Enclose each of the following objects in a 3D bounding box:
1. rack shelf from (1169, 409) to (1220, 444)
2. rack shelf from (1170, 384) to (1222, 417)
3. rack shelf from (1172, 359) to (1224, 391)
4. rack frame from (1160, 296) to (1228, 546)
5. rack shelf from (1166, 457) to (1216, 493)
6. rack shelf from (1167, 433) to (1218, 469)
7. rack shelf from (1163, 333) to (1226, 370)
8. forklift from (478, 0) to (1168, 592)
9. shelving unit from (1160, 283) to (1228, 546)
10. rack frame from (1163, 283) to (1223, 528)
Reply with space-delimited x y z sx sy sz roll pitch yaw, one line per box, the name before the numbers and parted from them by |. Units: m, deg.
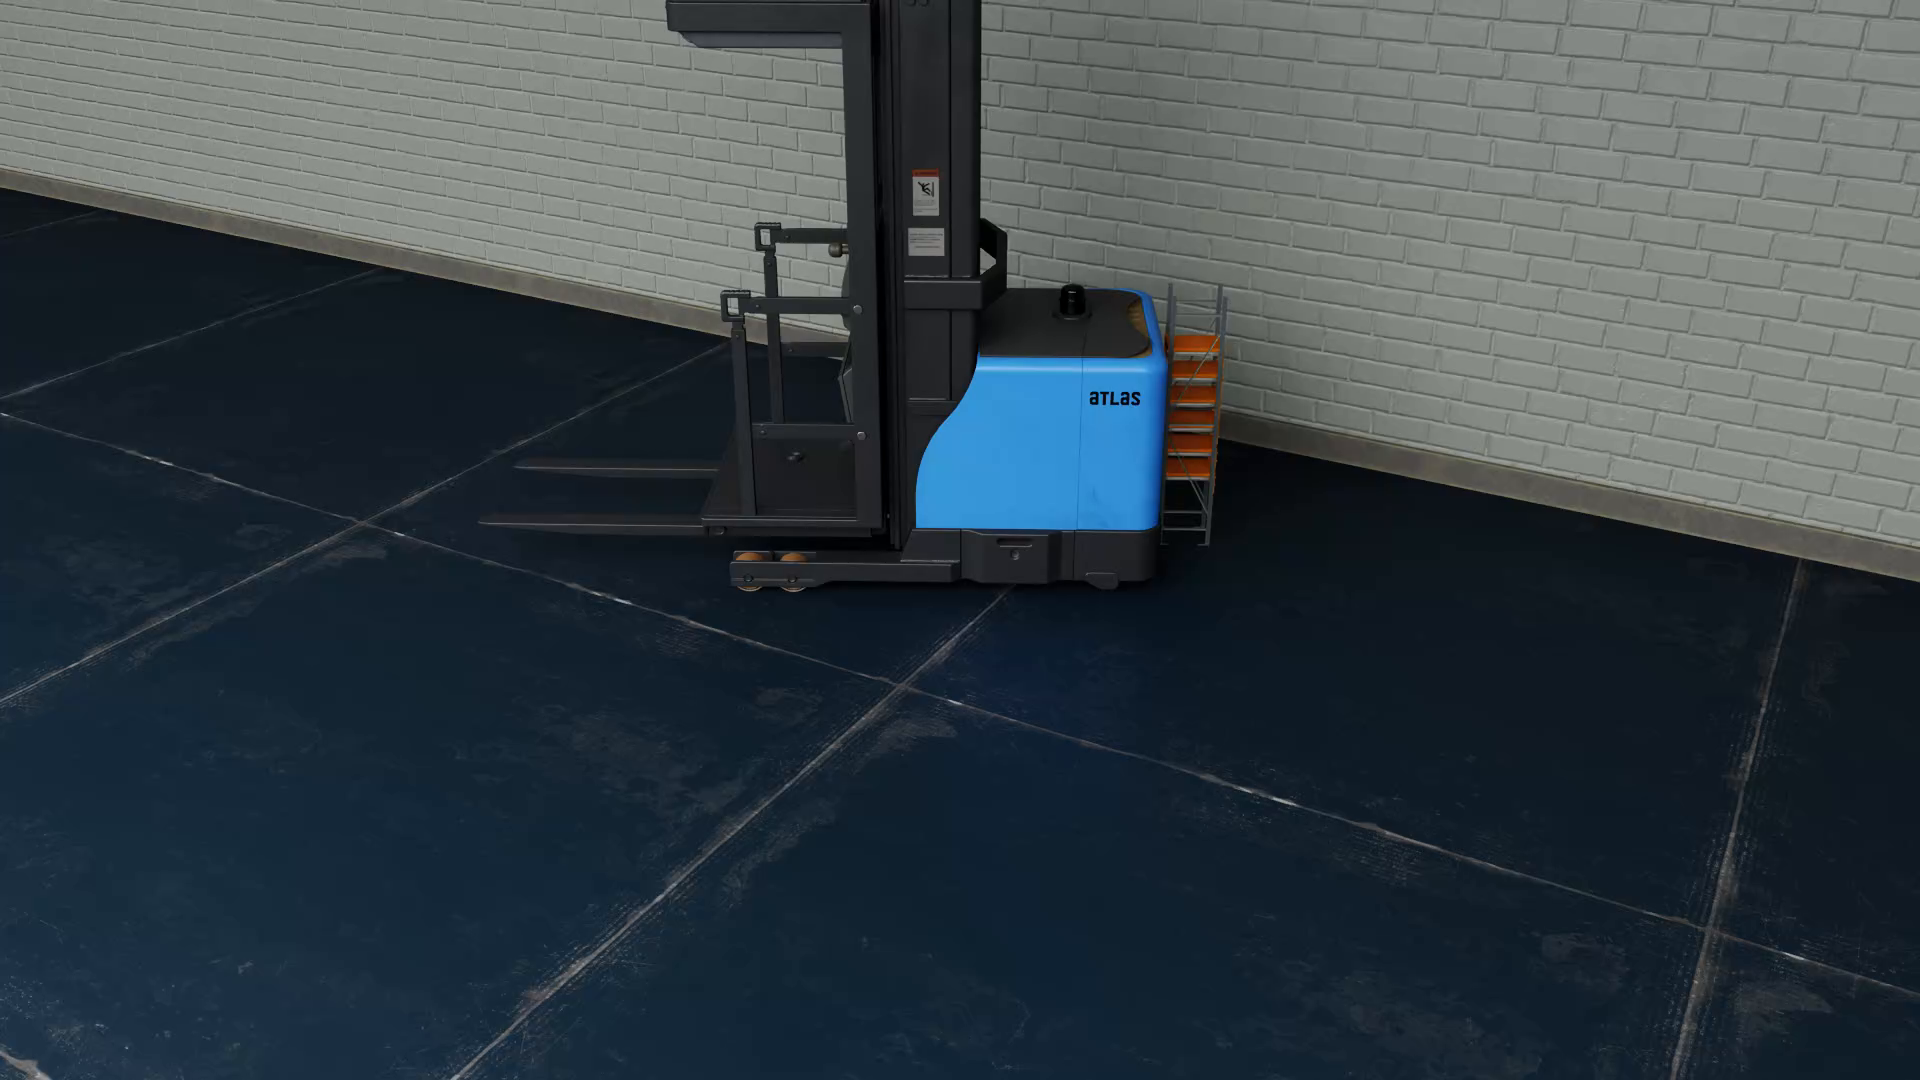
rack shelf | 1.037 -0.514 7.536 0.258 0.103 0.180 1 27 1
rack shelf | 1.037 -0.622 7.483 0.258 0.103 0.180 1 27 1
rack shelf | 1.037 -0.729 7.429 0.258 0.103 0.180 1 27 1
rack frame | 1.034 -0.513 7.435 0.240 1.200 0.006 1 27 1
rack shelf | 1.037 -0.300 7.644 0.258 0.103 0.180 1 27 1
rack shelf | 1.037 -0.407 7.590 0.258 0.103 0.180 1 27 1
rack shelf | 1.037 -0.836 7.375 0.258 0.103 0.180 1 27 1
forklift | -0.627 -1.319 7.110 3.031 2.935 1.130 1 27 1
shelving unit | 1.037 -0.554 7.516 0.258 1.200 0.189 1 27 1
rack frame | 1.039 -0.595 7.598 0.240 1.200 0.006 1 27 1
